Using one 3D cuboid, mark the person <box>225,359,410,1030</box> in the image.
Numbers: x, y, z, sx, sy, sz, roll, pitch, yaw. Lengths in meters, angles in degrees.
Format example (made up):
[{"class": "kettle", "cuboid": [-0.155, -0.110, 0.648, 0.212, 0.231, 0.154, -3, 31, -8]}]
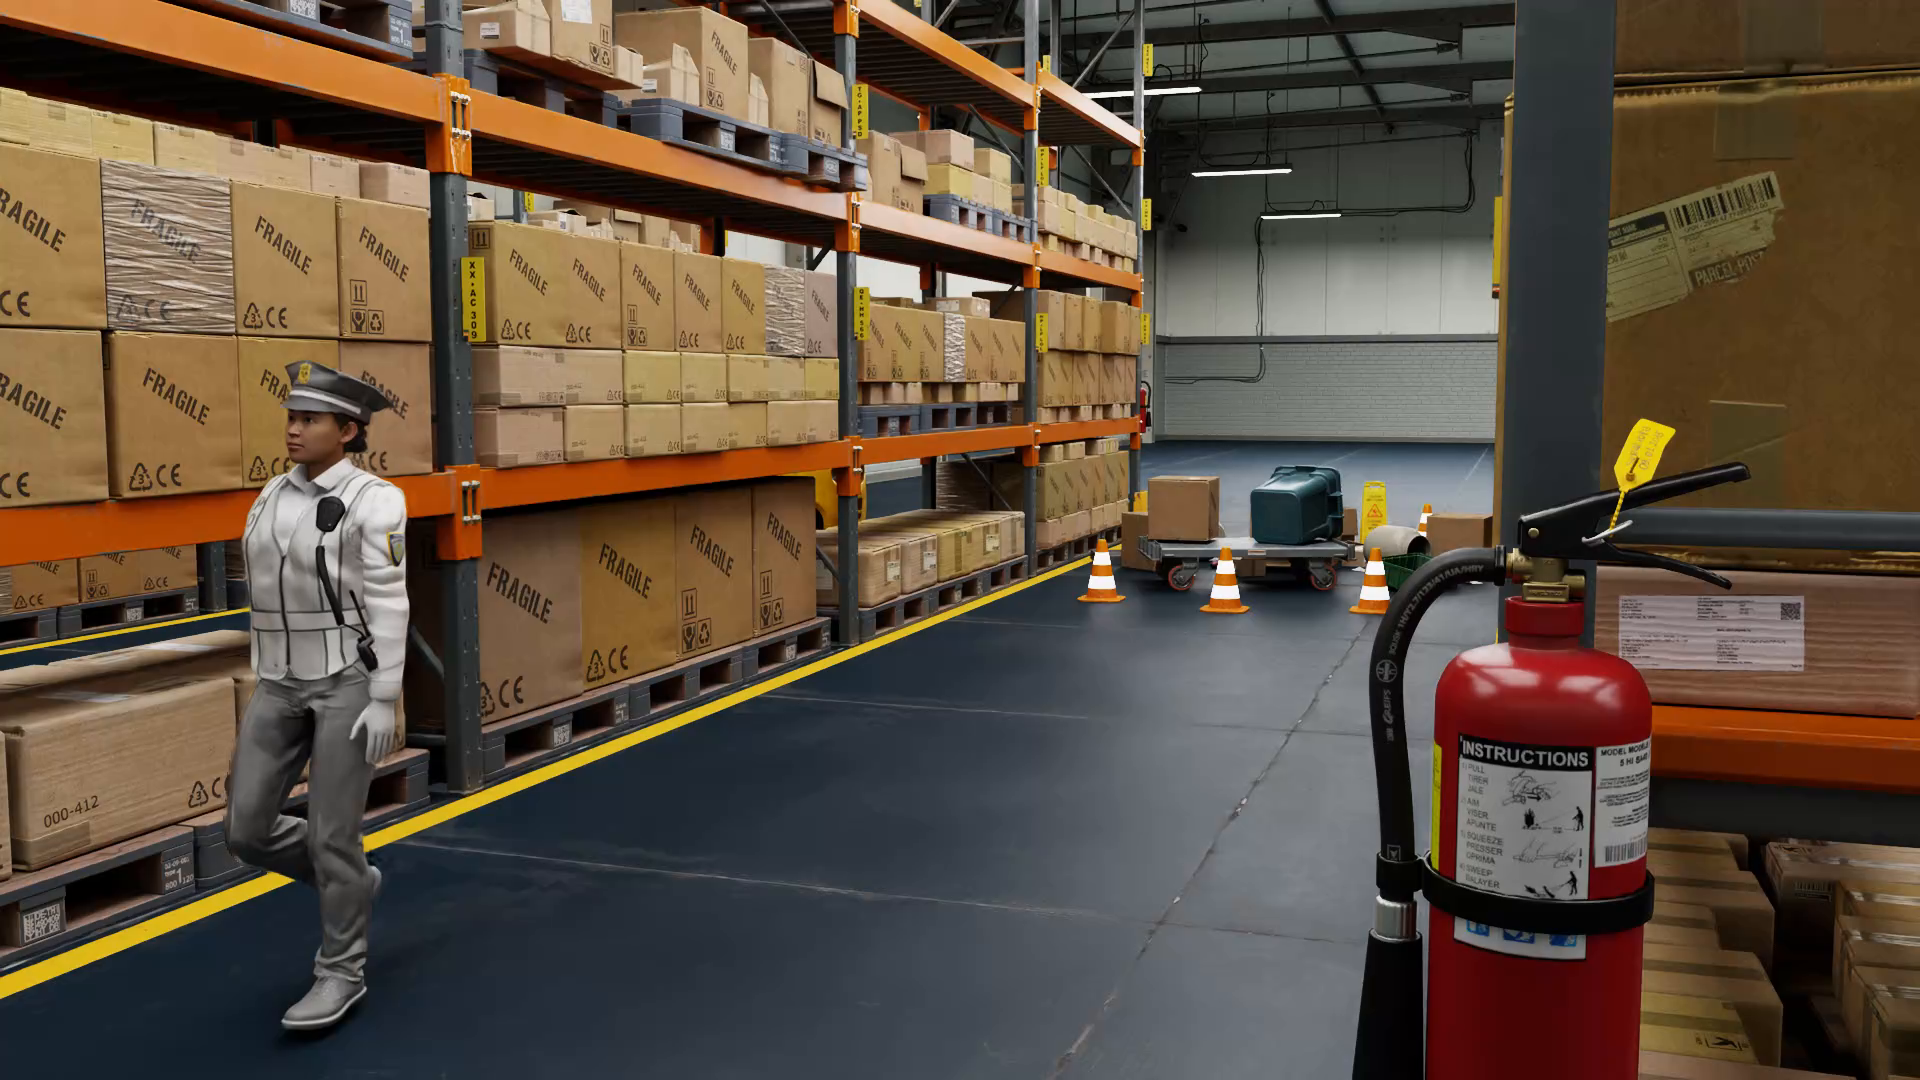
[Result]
[{"class": "person", "cuboid": [-1.631, 0.376, 4.315, 0.490, 1.678, 0.503, 2, 6, 19]}]
